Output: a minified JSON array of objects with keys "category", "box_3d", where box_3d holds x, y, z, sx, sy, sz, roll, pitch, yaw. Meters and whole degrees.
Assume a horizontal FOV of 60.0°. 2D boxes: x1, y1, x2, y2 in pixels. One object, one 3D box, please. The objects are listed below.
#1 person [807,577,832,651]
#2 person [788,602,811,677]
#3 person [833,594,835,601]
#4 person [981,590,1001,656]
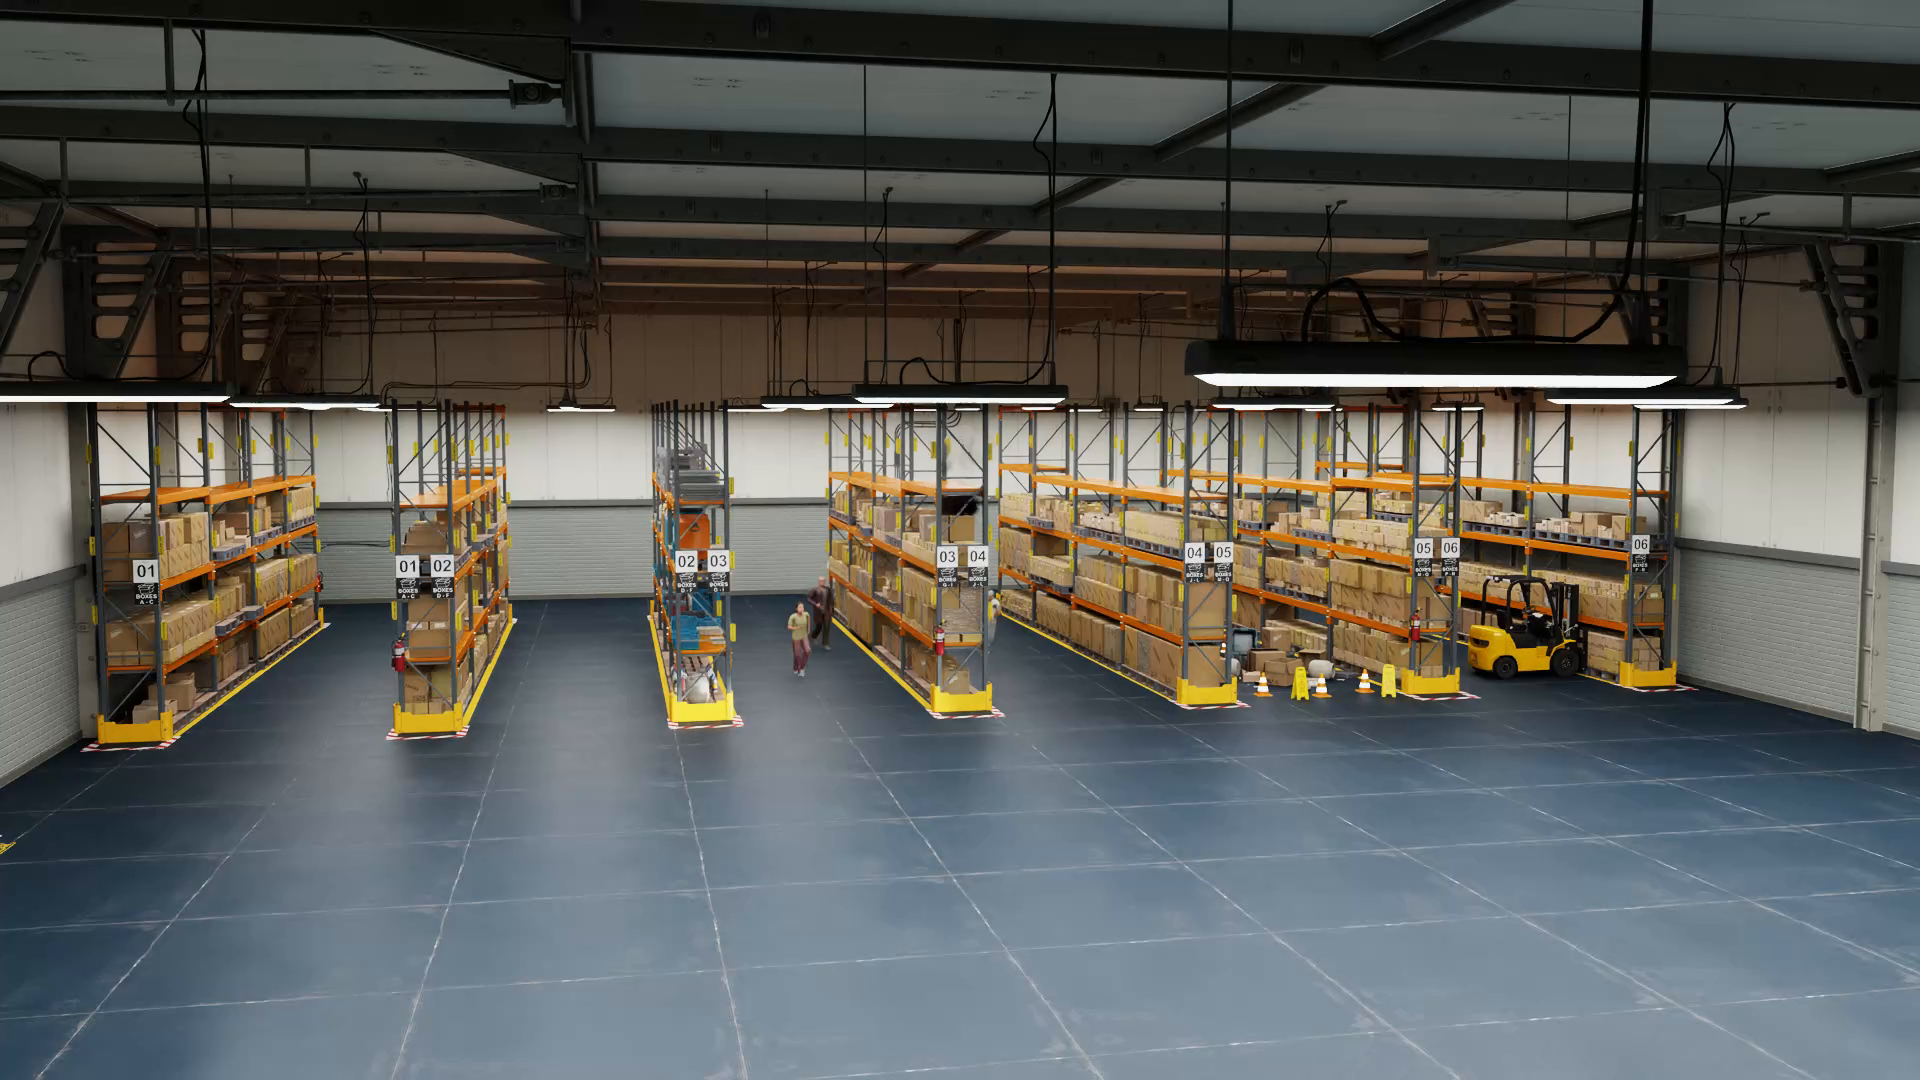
[{"category":"person","box_3d":[-3.403,1.779,40.667,0.712,1.776,0.954,-2,5,-26]},{"category":"person","box_3d":[-3.489,2.157,36.218,0.604,1.647,0.777,-2,5,-26]},{"category":"person","box_3d":[-3.501,1.188,48.841,0.556,1.734,0.671,1,4,14]},{"category":"person","box_3d":[0.676,1.956,39.159,0.564,1.588,0.705,-2,5,-19]}]
